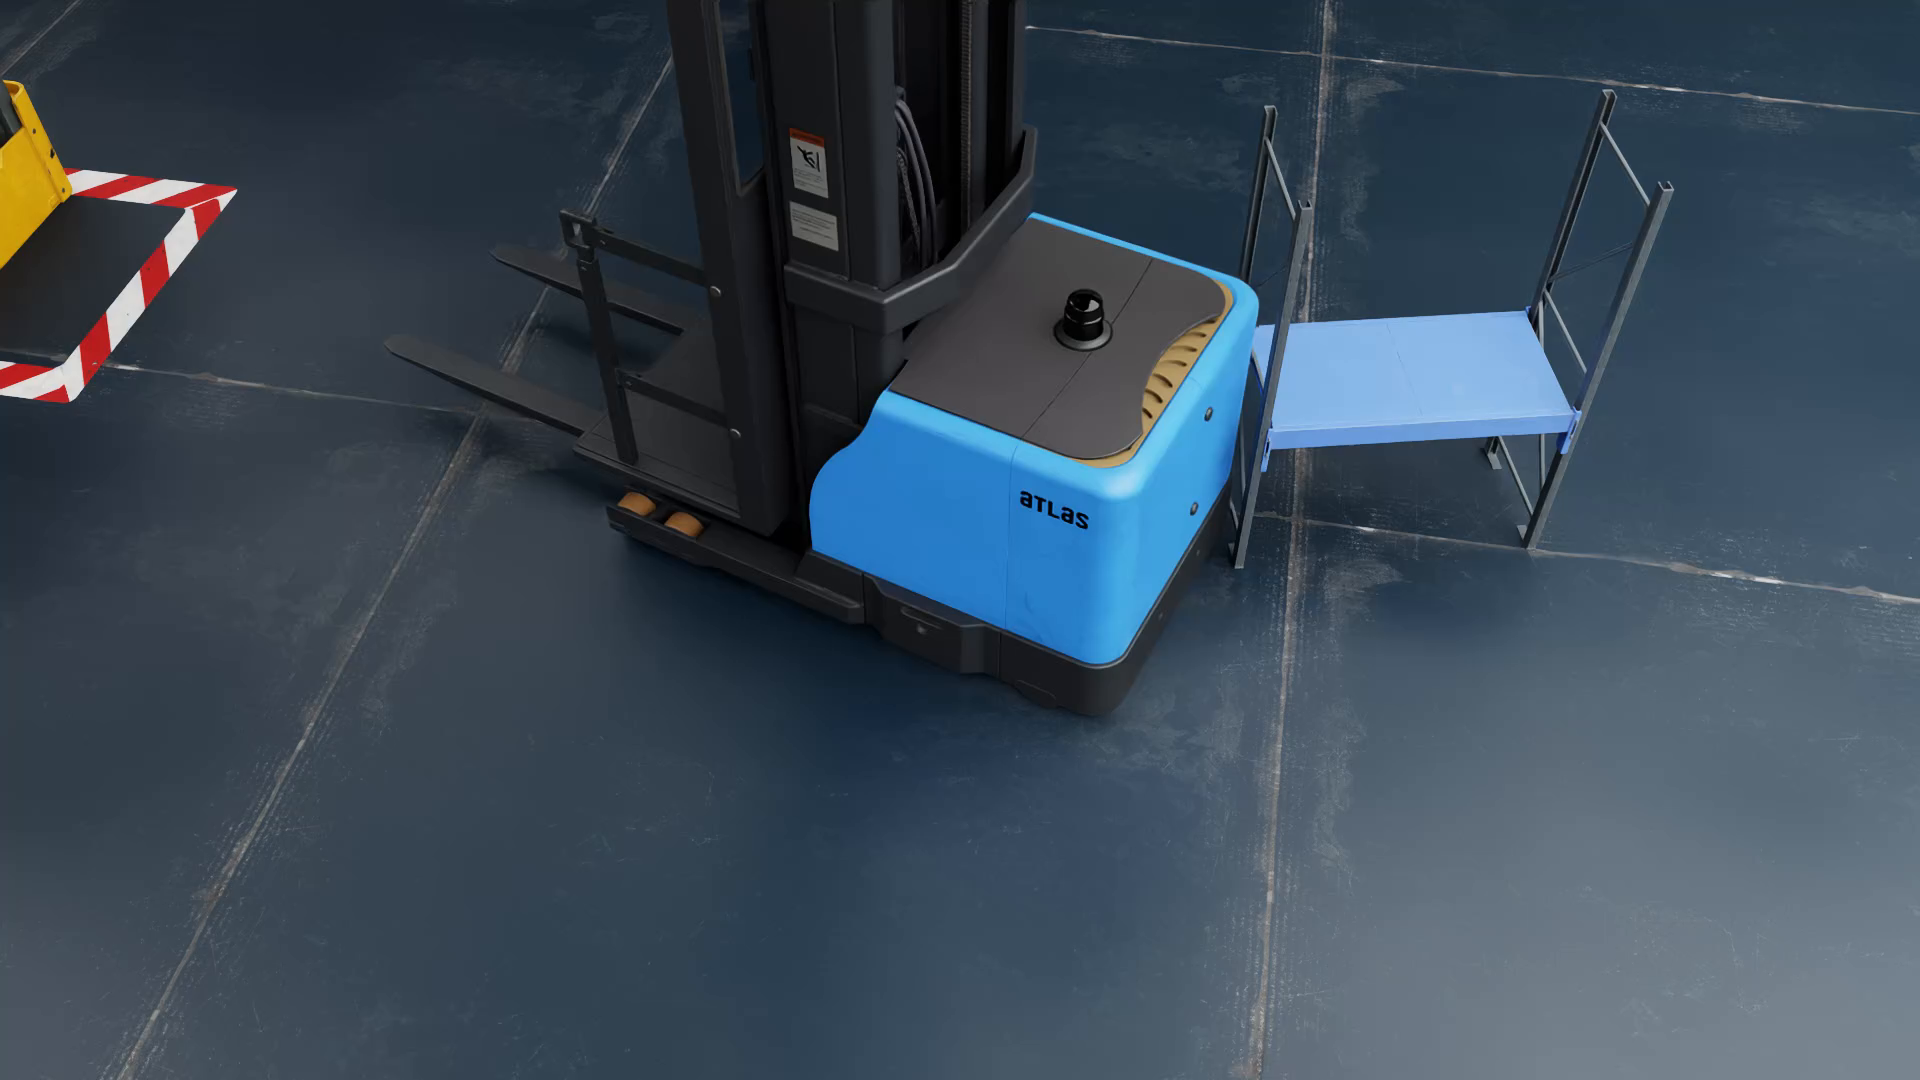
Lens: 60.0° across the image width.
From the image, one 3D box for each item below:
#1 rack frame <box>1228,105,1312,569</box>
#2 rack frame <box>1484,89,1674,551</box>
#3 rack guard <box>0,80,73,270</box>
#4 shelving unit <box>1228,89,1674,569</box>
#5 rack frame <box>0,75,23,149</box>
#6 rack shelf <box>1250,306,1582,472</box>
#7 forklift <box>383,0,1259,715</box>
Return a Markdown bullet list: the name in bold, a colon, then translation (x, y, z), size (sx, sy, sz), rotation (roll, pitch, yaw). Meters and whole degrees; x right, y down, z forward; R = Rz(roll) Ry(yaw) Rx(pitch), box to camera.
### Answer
- **rack frame**: translation (0.928, -0.588, 5.270), size (0.032, 1.500, 0.500), rotation (-4, 48, -3)
- **rack frame**: translation (1.941, -0.651, 5.327), size (0.032, 1.500, 0.500), rotation (-4, 48, -3)
- **rack guard**: translation (-4.043, -1.279, 6.563), size (0.348, 0.500, 1.175), rotation (8, 49, 7)
- **shelving unit**: translation (1.435, -0.620, 5.298), size (1.048, 1.500, 0.538), rotation (-4, 48, -3)
- **rack frame**: translation (-3.968, -2.105, 5.624), size (0.127, 3.000, 1.000), rotation (8, 49, 7)
- **rack shelf**: translation (1.435, -0.499, 5.432), size (1.000, 0.185, 0.538), rotation (-4, 48, -3)
- **forklift**: translation (-0.627, -1.235, 4.890), size (3.031, 2.935, 1.130), rotation (22, 52, 18)
